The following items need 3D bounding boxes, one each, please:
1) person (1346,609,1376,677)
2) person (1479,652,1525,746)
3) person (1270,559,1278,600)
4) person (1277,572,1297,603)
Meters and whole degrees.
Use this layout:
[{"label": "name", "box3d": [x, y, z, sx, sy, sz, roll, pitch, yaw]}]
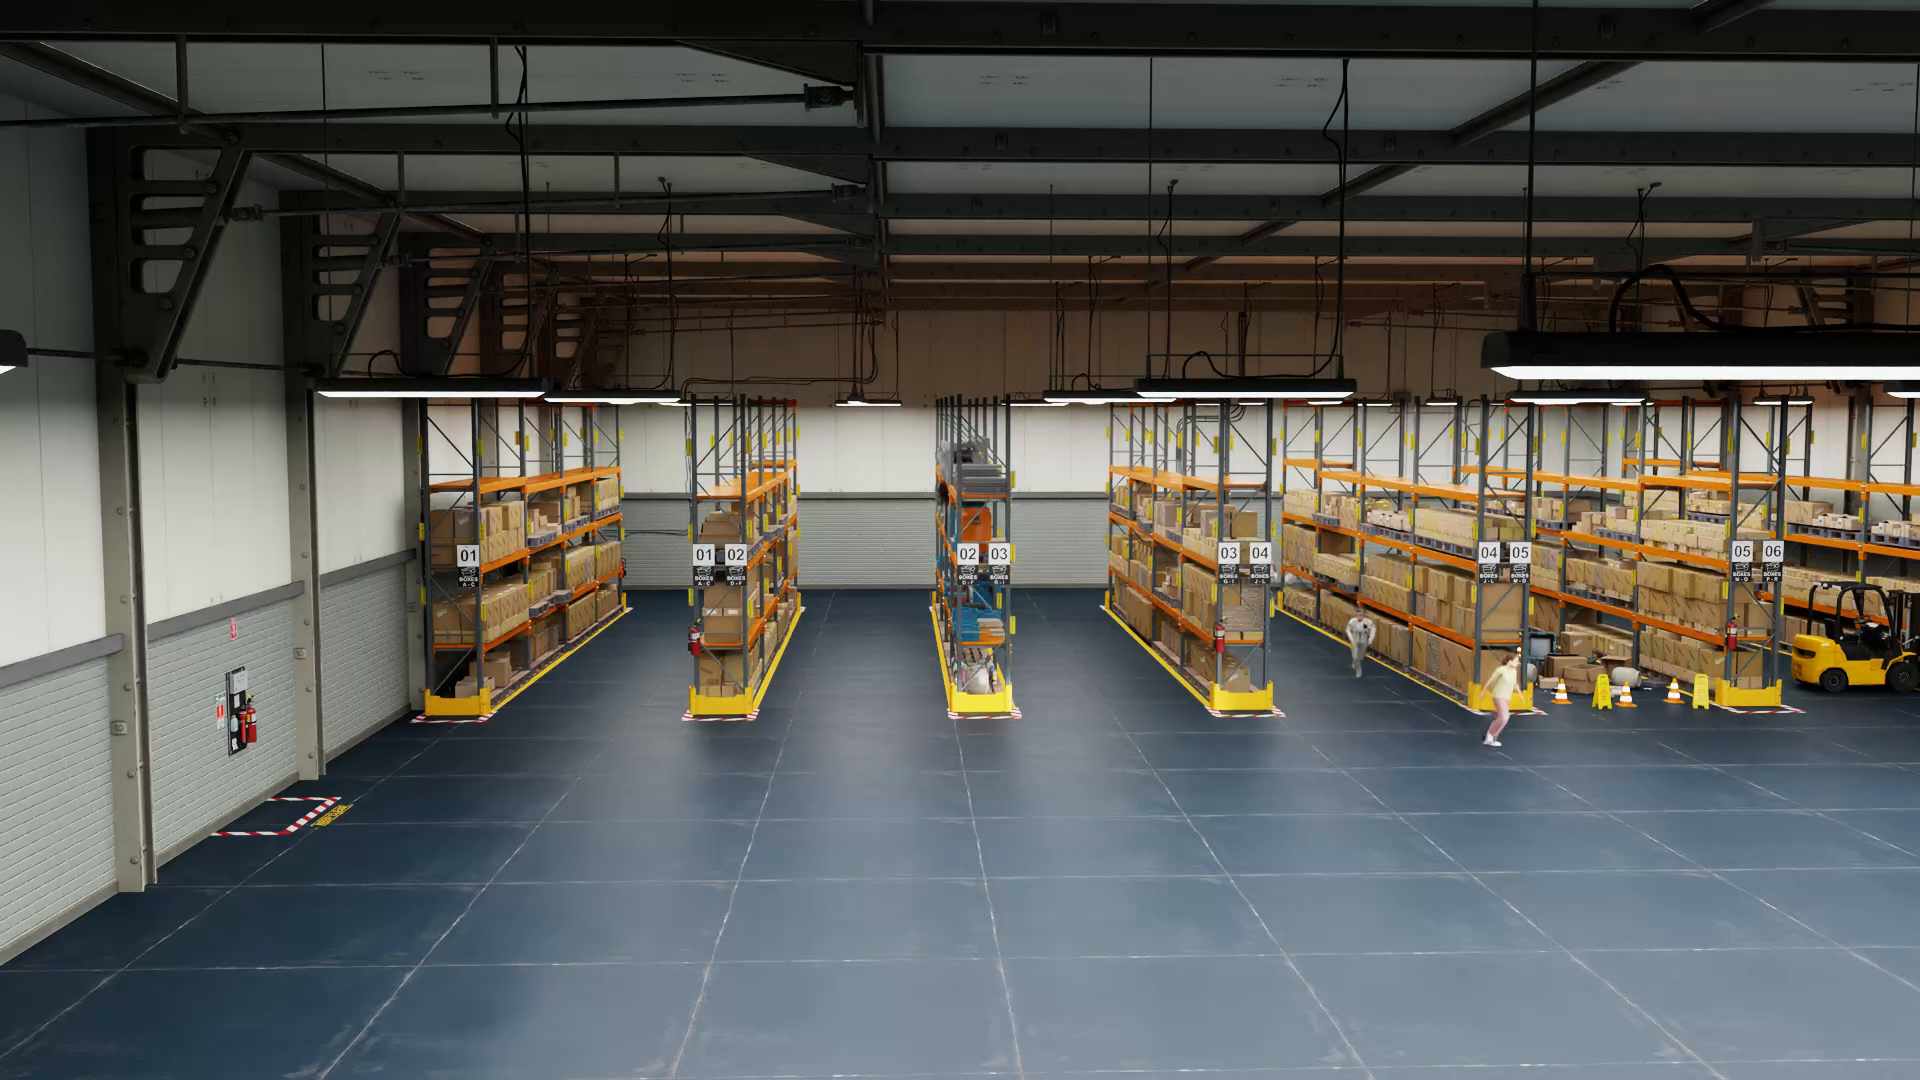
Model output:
[{"label": "person", "box3d": [8.567, 2.186, 35.554, 0.631, 1.496, 0.829, 1, 5, 9]}, {"label": "person", "box3d": [9.188, 2.697, 28.161, 0.569, 1.622, 0.588, -3, 5, -35]}, {"label": "person", "box3d": [8.905, 1.063, 48.662, 0.667, 1.688, 0.739, -3, 5, -29]}, {"label": "person", "box3d": [9.770, 1.026, 48.910, 0.846, 1.726, 0.780, 0, 5, 4]}]
